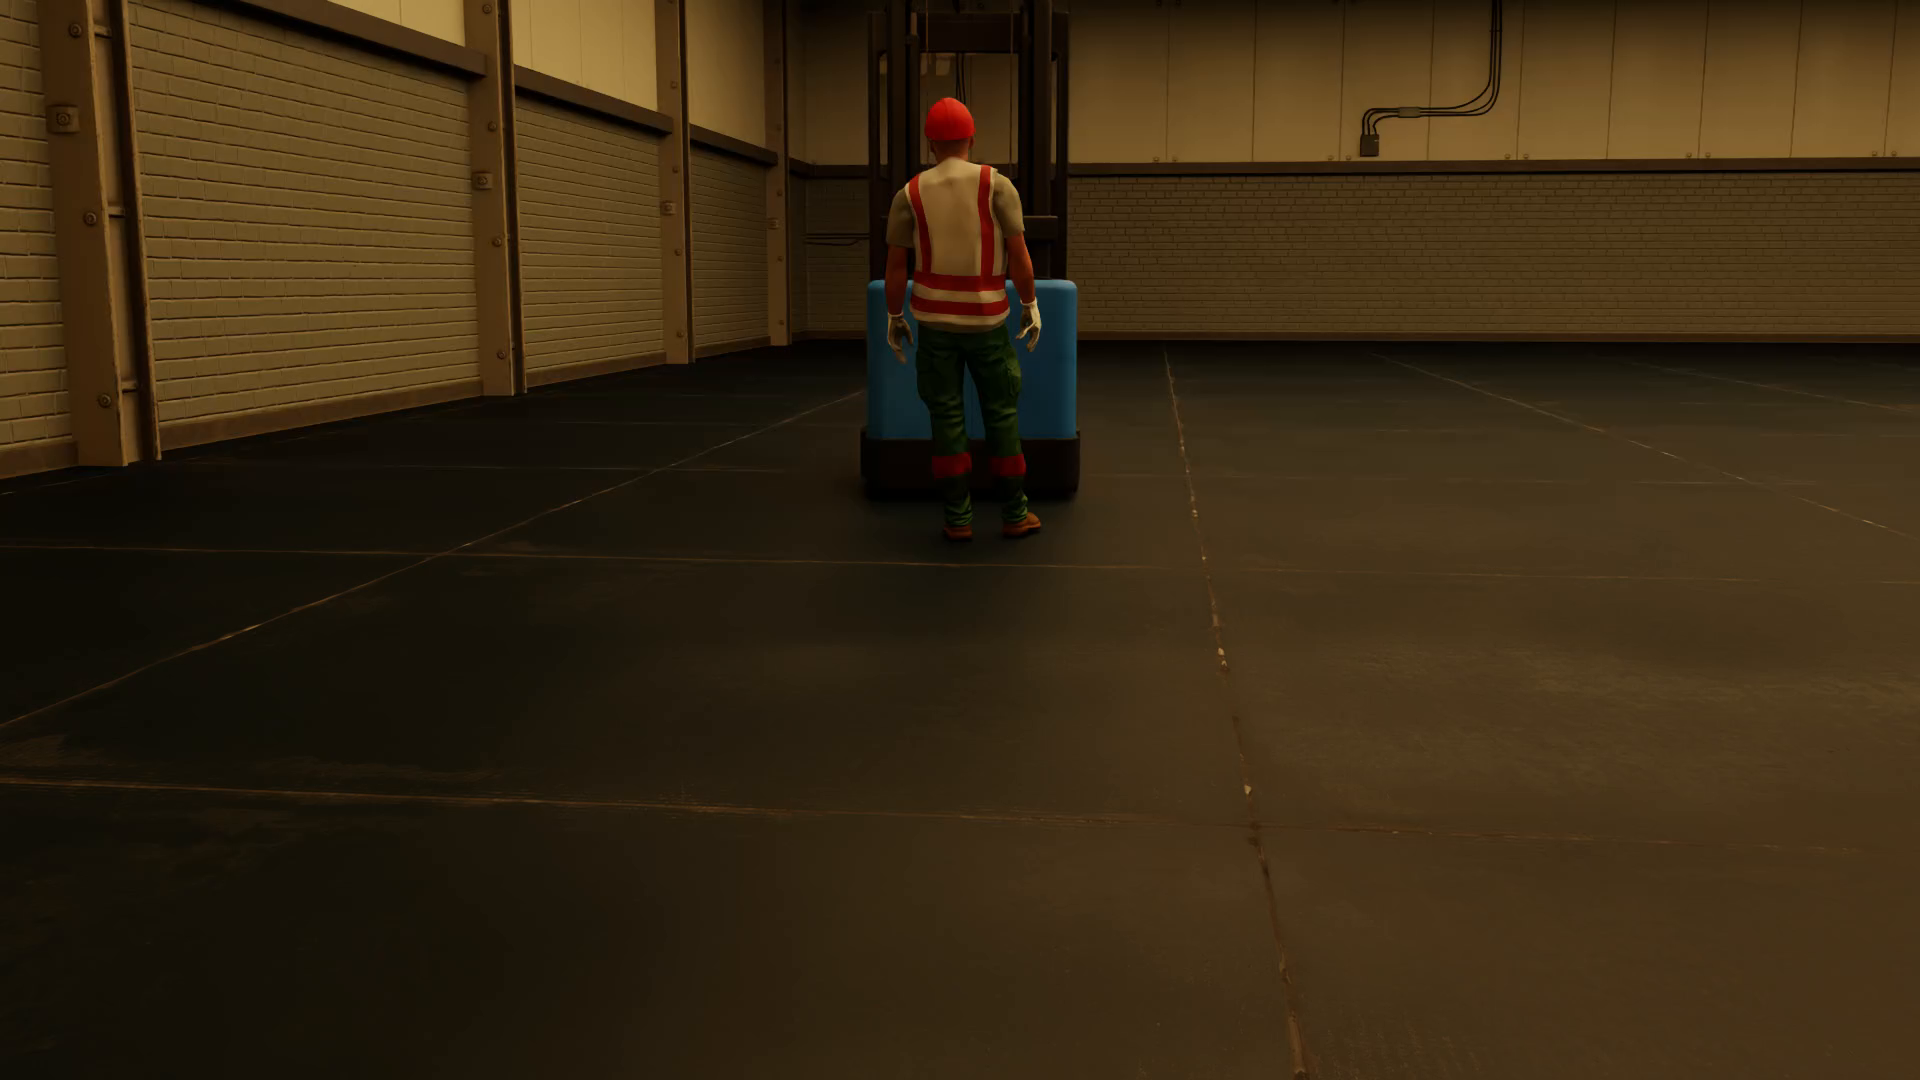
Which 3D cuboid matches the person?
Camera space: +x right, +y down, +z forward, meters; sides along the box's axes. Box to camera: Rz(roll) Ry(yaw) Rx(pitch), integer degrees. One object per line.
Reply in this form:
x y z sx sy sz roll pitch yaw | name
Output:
0.021 -0.903 6.891 0.637 1.787 0.564 1 9 6 | person

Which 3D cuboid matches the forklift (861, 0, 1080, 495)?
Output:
0.041 -1.863 9.372 1.130 2.935 3.031 0 9 -1 | forklift
